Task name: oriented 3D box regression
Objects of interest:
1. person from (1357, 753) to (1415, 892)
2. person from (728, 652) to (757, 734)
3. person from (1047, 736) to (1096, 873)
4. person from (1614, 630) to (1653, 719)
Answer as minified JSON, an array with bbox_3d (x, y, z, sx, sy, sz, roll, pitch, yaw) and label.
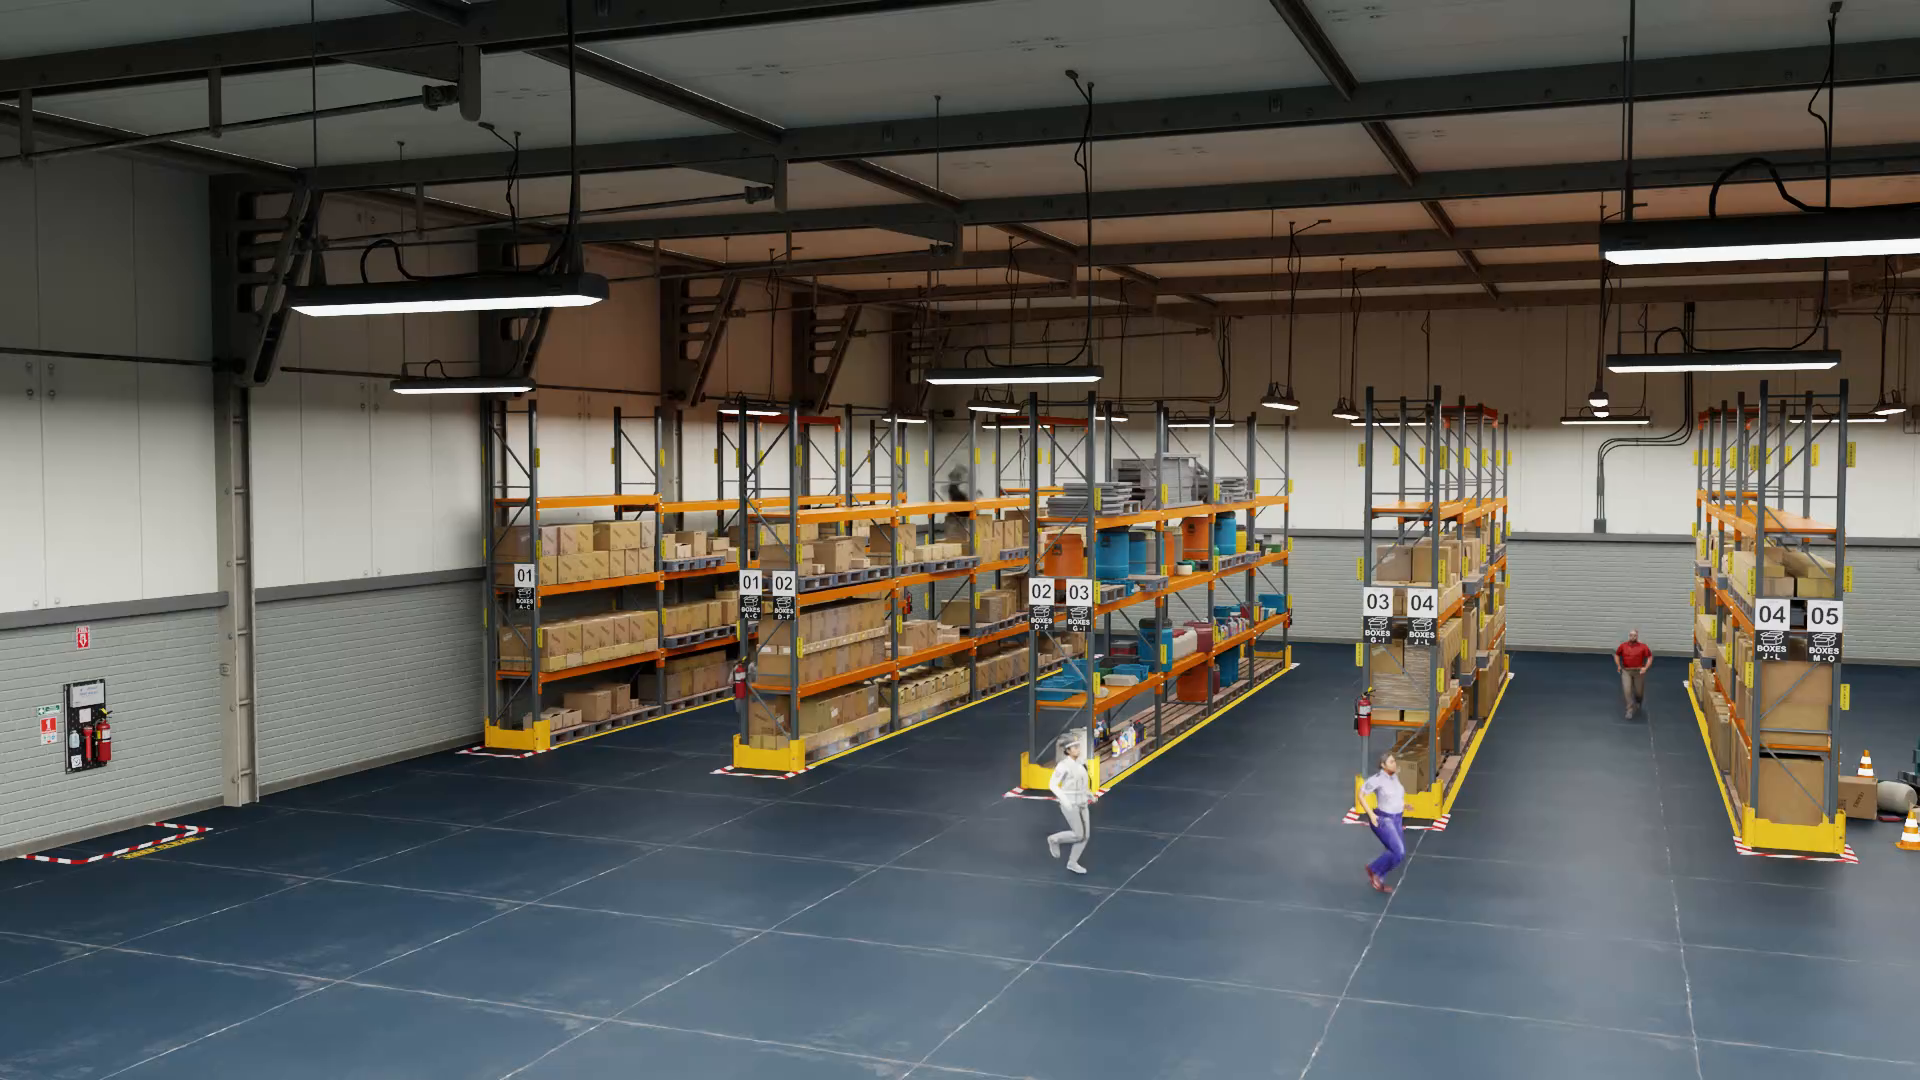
[{"bbox_3d":[4.938,3.256,19.077,0.592,1.597,0.575,-3,4,-44],"label":"person"},{"bbox_3d":[-3.818,2.738,29.284,0.537,1.596,0.877,0,3,10],"label":"person"},{"bbox_3d":[1.352,3.187,20.162,0.555,1.657,0.615,3,4,43],"label":"person"},{"bbox_3d":[12.969,2.571,32.051,0.699,1.683,0.771,1,3,26],"label":"person"}]
